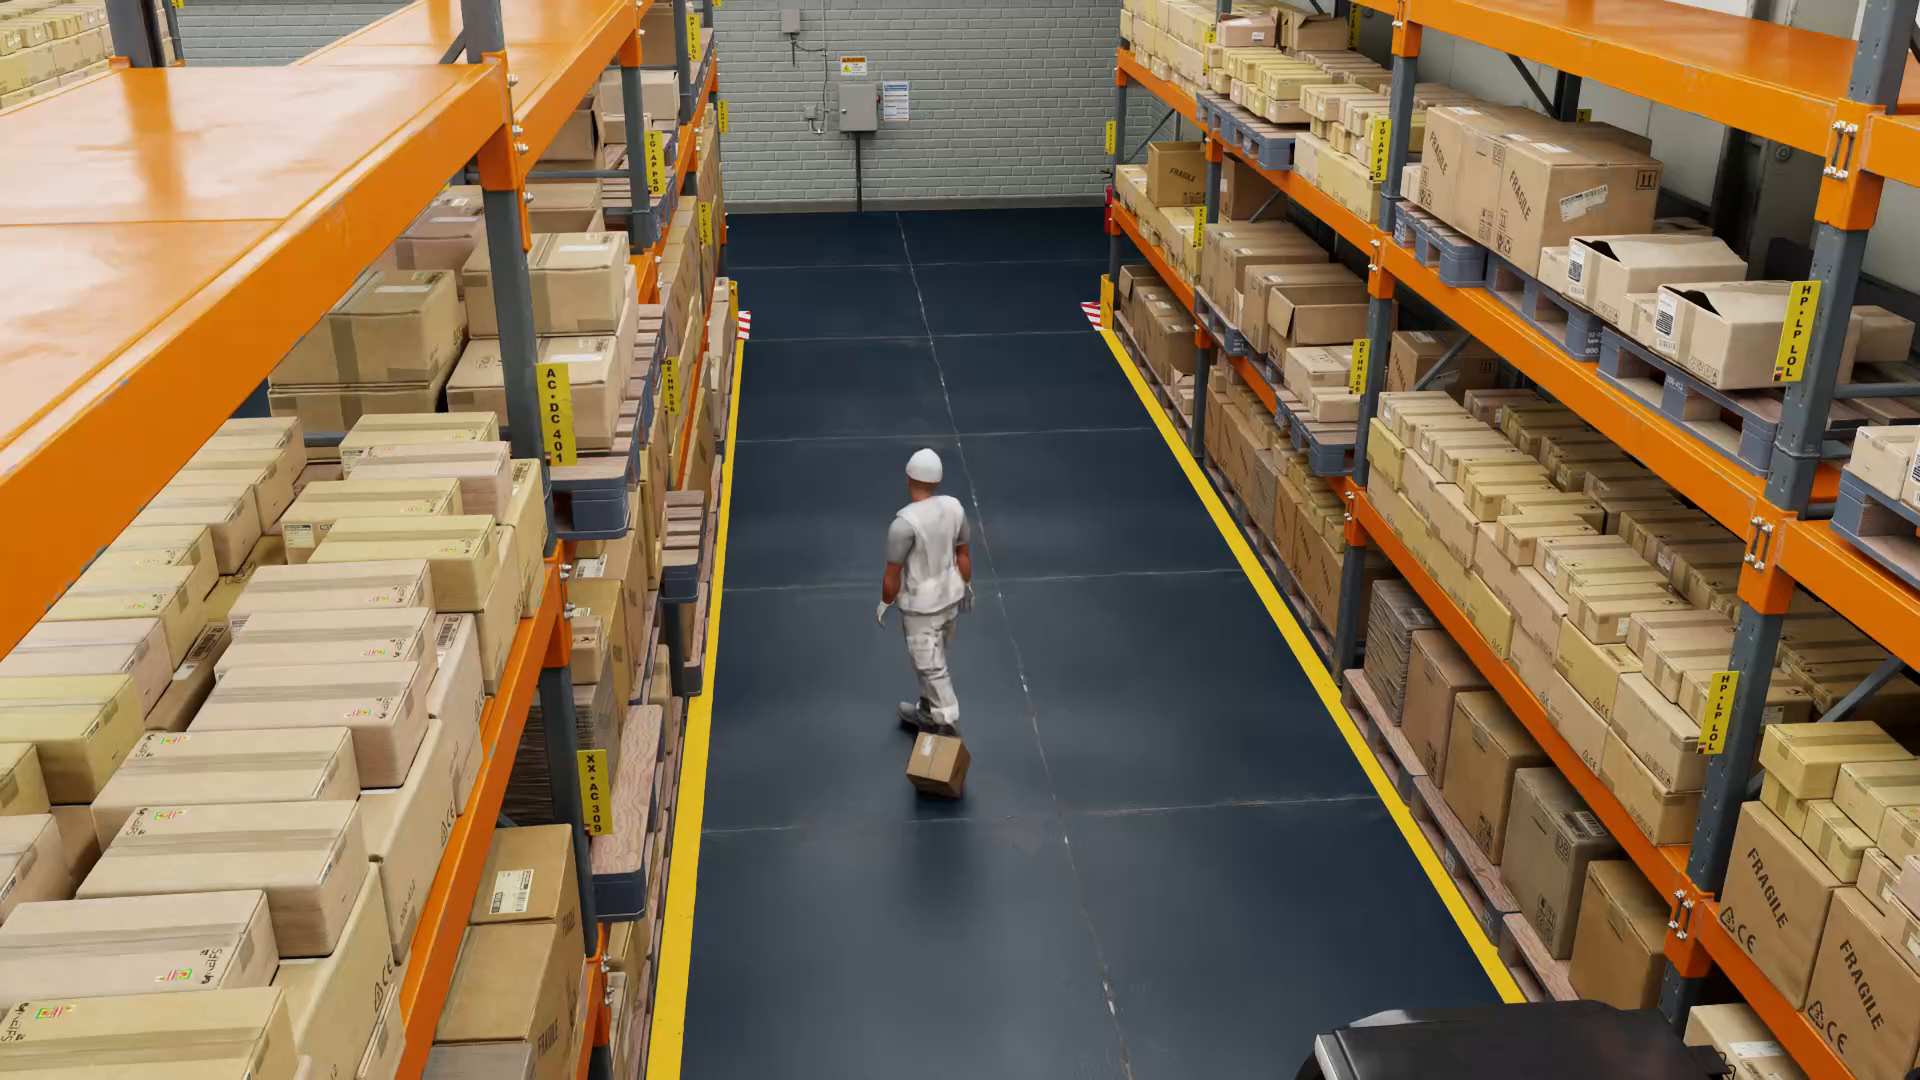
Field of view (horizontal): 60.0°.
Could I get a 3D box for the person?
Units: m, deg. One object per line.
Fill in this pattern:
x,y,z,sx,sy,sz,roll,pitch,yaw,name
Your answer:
-0.185,0.340,9.247,0.654,1.783,0.615,18,29,35,person
